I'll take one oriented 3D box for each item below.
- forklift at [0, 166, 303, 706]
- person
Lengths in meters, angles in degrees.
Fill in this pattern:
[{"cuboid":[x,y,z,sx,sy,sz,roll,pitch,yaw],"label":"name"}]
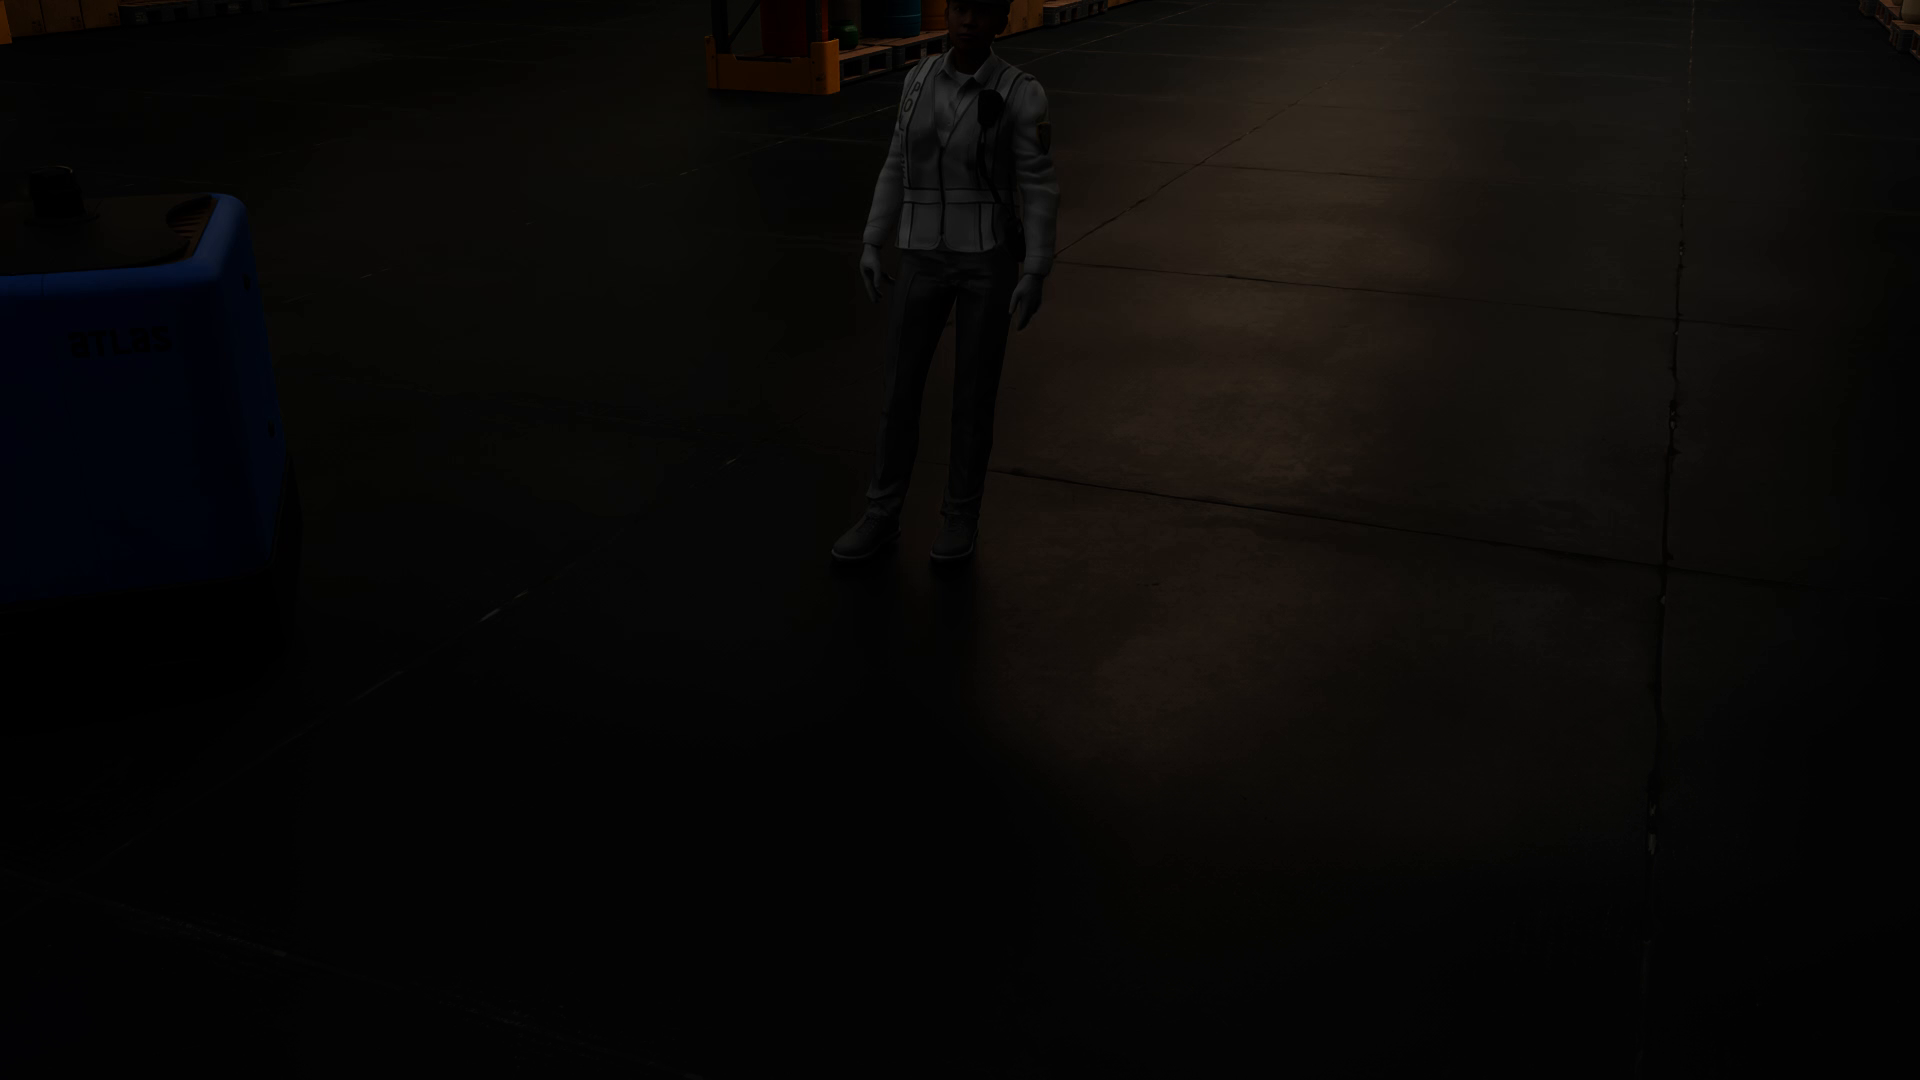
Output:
[{"cuboid":[-3.291,-0.995,3.672,3.031,2.935,1.130,-7,24,-16],"label":"forklift"},{"cuboid":[-0.031,-0.766,4.708,0.587,1.696,0.534,9,24,21],"label":"person"}]
